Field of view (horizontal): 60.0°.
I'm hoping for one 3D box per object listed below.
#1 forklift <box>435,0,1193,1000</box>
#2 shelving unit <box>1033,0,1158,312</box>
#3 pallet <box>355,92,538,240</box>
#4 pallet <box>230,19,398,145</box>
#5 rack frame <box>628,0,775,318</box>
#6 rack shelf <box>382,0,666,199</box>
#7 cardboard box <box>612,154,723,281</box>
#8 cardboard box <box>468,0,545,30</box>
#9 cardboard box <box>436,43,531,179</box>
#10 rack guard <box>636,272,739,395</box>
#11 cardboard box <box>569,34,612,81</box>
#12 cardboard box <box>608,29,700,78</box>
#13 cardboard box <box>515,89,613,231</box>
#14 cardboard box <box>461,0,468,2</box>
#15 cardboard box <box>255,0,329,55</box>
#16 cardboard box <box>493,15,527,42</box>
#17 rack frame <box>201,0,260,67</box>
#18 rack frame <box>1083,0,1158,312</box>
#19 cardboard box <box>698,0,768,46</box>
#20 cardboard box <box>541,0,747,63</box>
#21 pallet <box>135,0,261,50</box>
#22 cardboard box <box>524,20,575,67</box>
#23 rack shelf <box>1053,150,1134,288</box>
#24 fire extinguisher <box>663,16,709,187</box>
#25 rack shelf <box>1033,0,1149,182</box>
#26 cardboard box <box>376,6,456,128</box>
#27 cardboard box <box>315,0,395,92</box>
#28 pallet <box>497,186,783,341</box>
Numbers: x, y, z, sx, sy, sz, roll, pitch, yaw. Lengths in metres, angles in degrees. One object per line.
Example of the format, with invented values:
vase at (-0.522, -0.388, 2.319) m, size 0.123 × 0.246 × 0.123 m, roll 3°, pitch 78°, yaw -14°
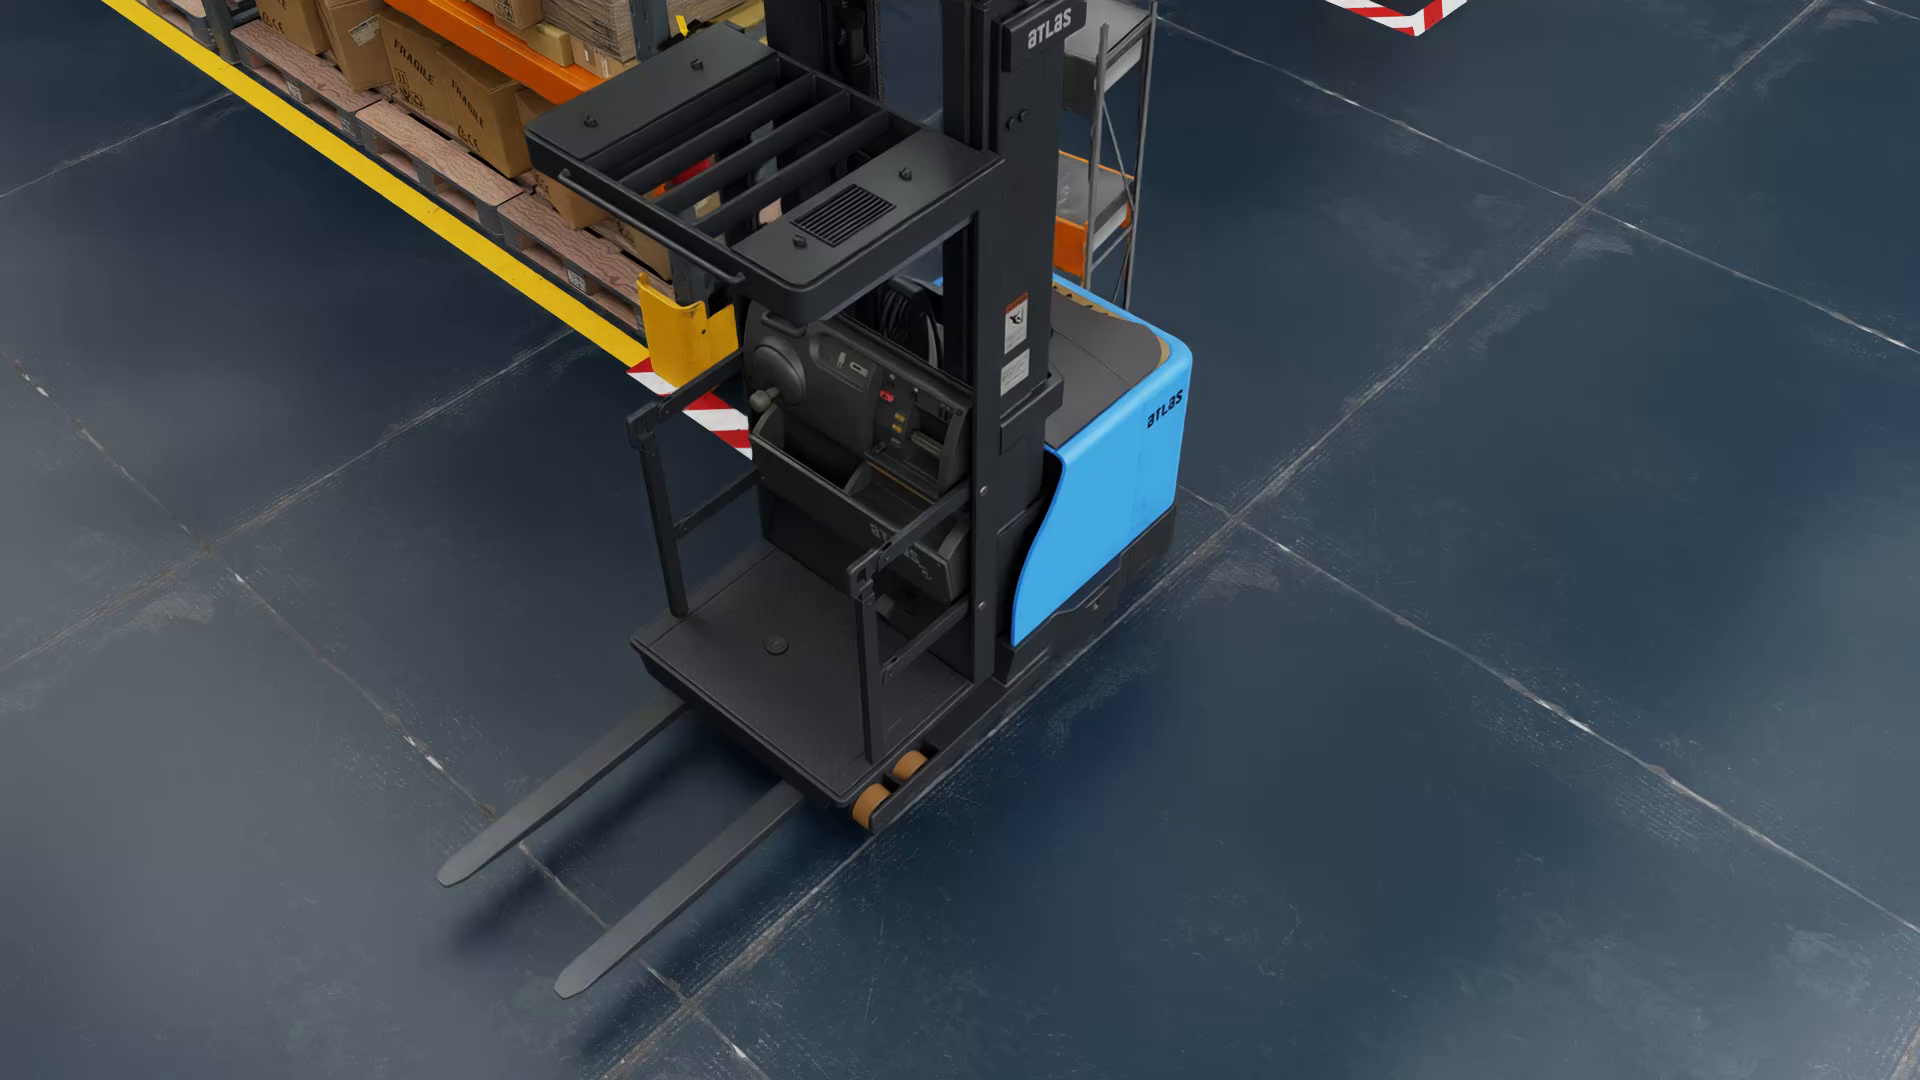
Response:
forklift at (-0.487, -0.399, 5.223) m, size 1.130 × 2.935 × 3.031 m, roll 33°, pitch 55°, yaw 27°
shelving unit at (0.382, -1.230, 6.573) m, size 0.503 × 2.100 × 0.431 m, roll 25°, pitch 52°, yaw 22°
pallet at (-2.379, -2.117, 8.702) m, size 1.213 × 0.211 × 1.003 m, roll 34°, pitch 55°, yaw 28°
pallet at (-3.280, -2.720, 9.268) m, size 1.213 × 0.211 × 1.003 m, roll 34°, pitch 55°, yaw 28°
rack frame at (-0.858, -2.010, 6.688) m, size 0.127 × 3.000 × 1.000 m, roll 34°, pitch 55°, yaw 28°
rack shelf at (-2.328, -2.753, 7.879) m, size 4.000 × 0.370 × 1.077 m, roll 34°, pitch 55°, yaw 28°
cardboard box at (-1.305, -1.616, 7.745) m, size 0.500 × 0.500 × 0.500 m, roll -28°, pitch 53°, yaw -24°
cardboard box at (-1.692, -2.616, 6.984) m, size 0.500 × 0.500 × 0.875 m, roll 34°, pitch 55°, yaw 28°
cardboard box at (-2.215, -2.213, 8.305) m, size 0.500 × 0.500 × 0.500 m, roll -33°, pitch 55°, yaw -27°
rack guard at (-0.914, -1.192, 7.635) m, size 0.348 × 0.500 × 1.175 m, roll 34°, pitch 55°, yaw 28°
cardboard box at (-1.391, -2.078, 6.925) m, size 0.250 × 0.149 × 0.380 m, roll 34°, pitch 55°, yaw 28°
cardboard box at (-1.207, -1.955, 6.808) m, size 0.250 × 0.149 × 0.380 m, roll 34°, pitch 55°, yaw 28°
cardboard box at (-1.768, -1.893, 8.005) m, size 0.500 × 0.500 × 0.500 m, roll -25°, pitch 52°, yaw -21°
cardboard box at (-2.137, -2.564, 7.380) m, size 0.250 × 0.149 × 0.380 m, roll 34°, pitch 55°, yaw 28°
cardboard box at (-3.531, -3.057, 9.098) m, size 0.500 × 0.500 × 0.500 m, roll 32°, pitch 55°, yaw 27°
cardboard box at (-1.783, -2.306, 7.139) m, size 0.250 × 0.149 × 0.380 m, roll 34°, pitch 55°, yaw 28°
rack frame at (-3.797, -3.988, 8.545) m, size 0.127 × 3.000 × 1.000 m, roll 34°, pitch 55°, yaw 28°
rack frame at (0.587, -1.134, 6.483) m, size 0.015 × 2.100 × 0.400 m, roll 25°, pitch 52°, yaw 22°
cardboard box at (-0.906, -2.193, 7.032) m, size 0.250 × 0.149 × 0.380 m, roll 34°, pitch 55°, yaw 28°
cardboard box at (-1.243, -2.433, 6.813) m, size 0.500 × 0.500 × 0.875 m, roll 34°, pitch 55°, yaw 28°
pallet at (-4.370, -3.418, 9.923) m, size 1.213 × 0.211 × 1.003 m, roll 34°, pitch 55°, yaw 28°
cardboard box at (-1.609, -2.174, 7.015) m, size 0.250 × 0.149 × 0.380 m, roll 34°, pitch 55°, yaw 28°
rack shelf at (0.382, -1.220, 6.583) m, size 0.480 × 0.518 × 0.431 m, roll 25°, pitch 52°, yaw 22°
fire extinguisher at (-1.086, -1.680, 6.432) m, size 0.183 × 0.674 × 0.296 m, roll 34°, pitch 55°, yaw 28°
rack shelf at (0.382, -1.700, 6.073) m, size 0.480 × 0.518 × 0.431 m, roll 25°, pitch 52°, yaw 22°
cardboard box at (-2.595, -2.513, 8.587) m, size 0.500 × 0.500 × 0.500 m, roll 29°, pitch 53°, yaw 25°
cardboard box at (-3.104, -2.778, 8.836) m, size 0.500 × 0.500 × 0.500 m, roll -22°, pitch 51°, yaw -19°
pallet at (-1.487, -1.514, 8.135) m, size 1.213 × 0.211 × 1.003 m, roll 34°, pitch 55°, yaw 28°
